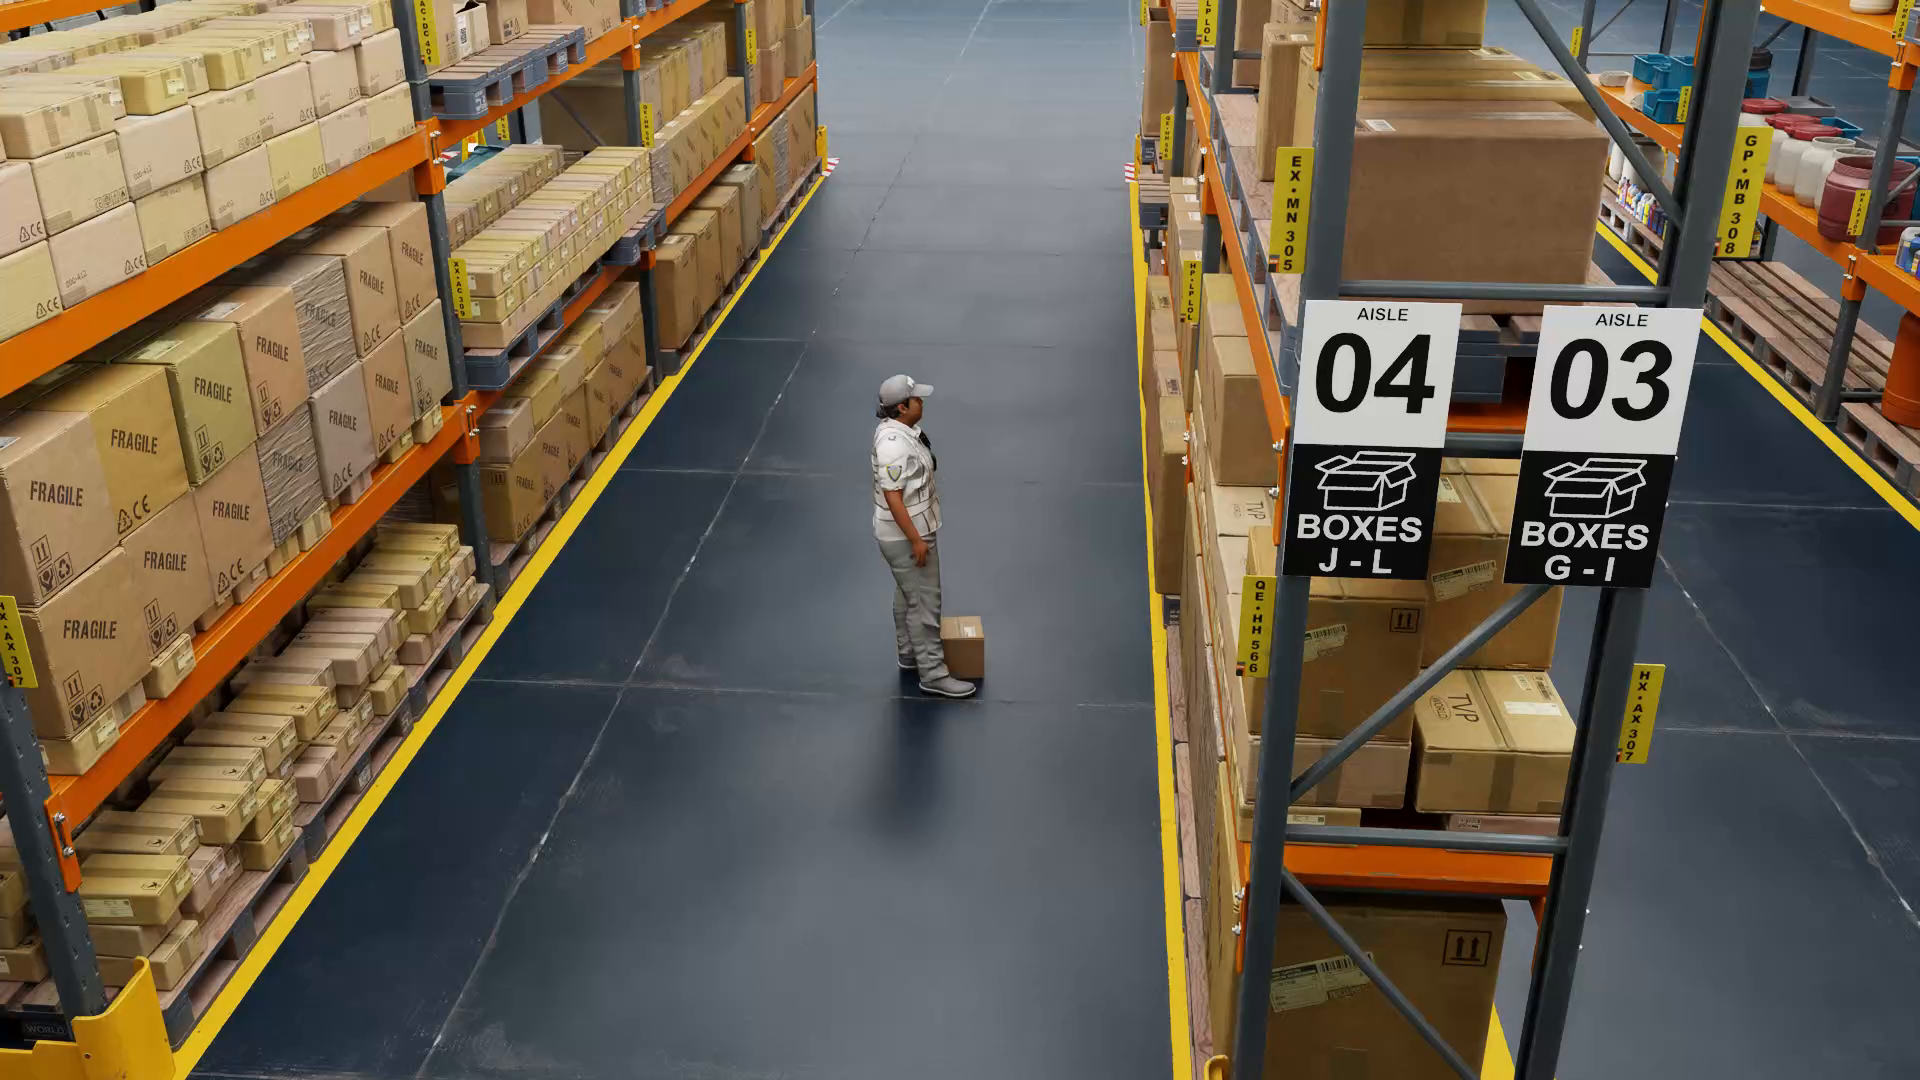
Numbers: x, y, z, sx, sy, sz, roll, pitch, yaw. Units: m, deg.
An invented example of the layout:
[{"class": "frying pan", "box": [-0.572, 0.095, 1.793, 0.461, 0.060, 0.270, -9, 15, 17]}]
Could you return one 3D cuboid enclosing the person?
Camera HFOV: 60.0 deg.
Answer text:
[{"class": "person", "box": [-0.189, -0.042, 8.667, 0.526, 1.670, 0.584, -1, 25, -2]}]
